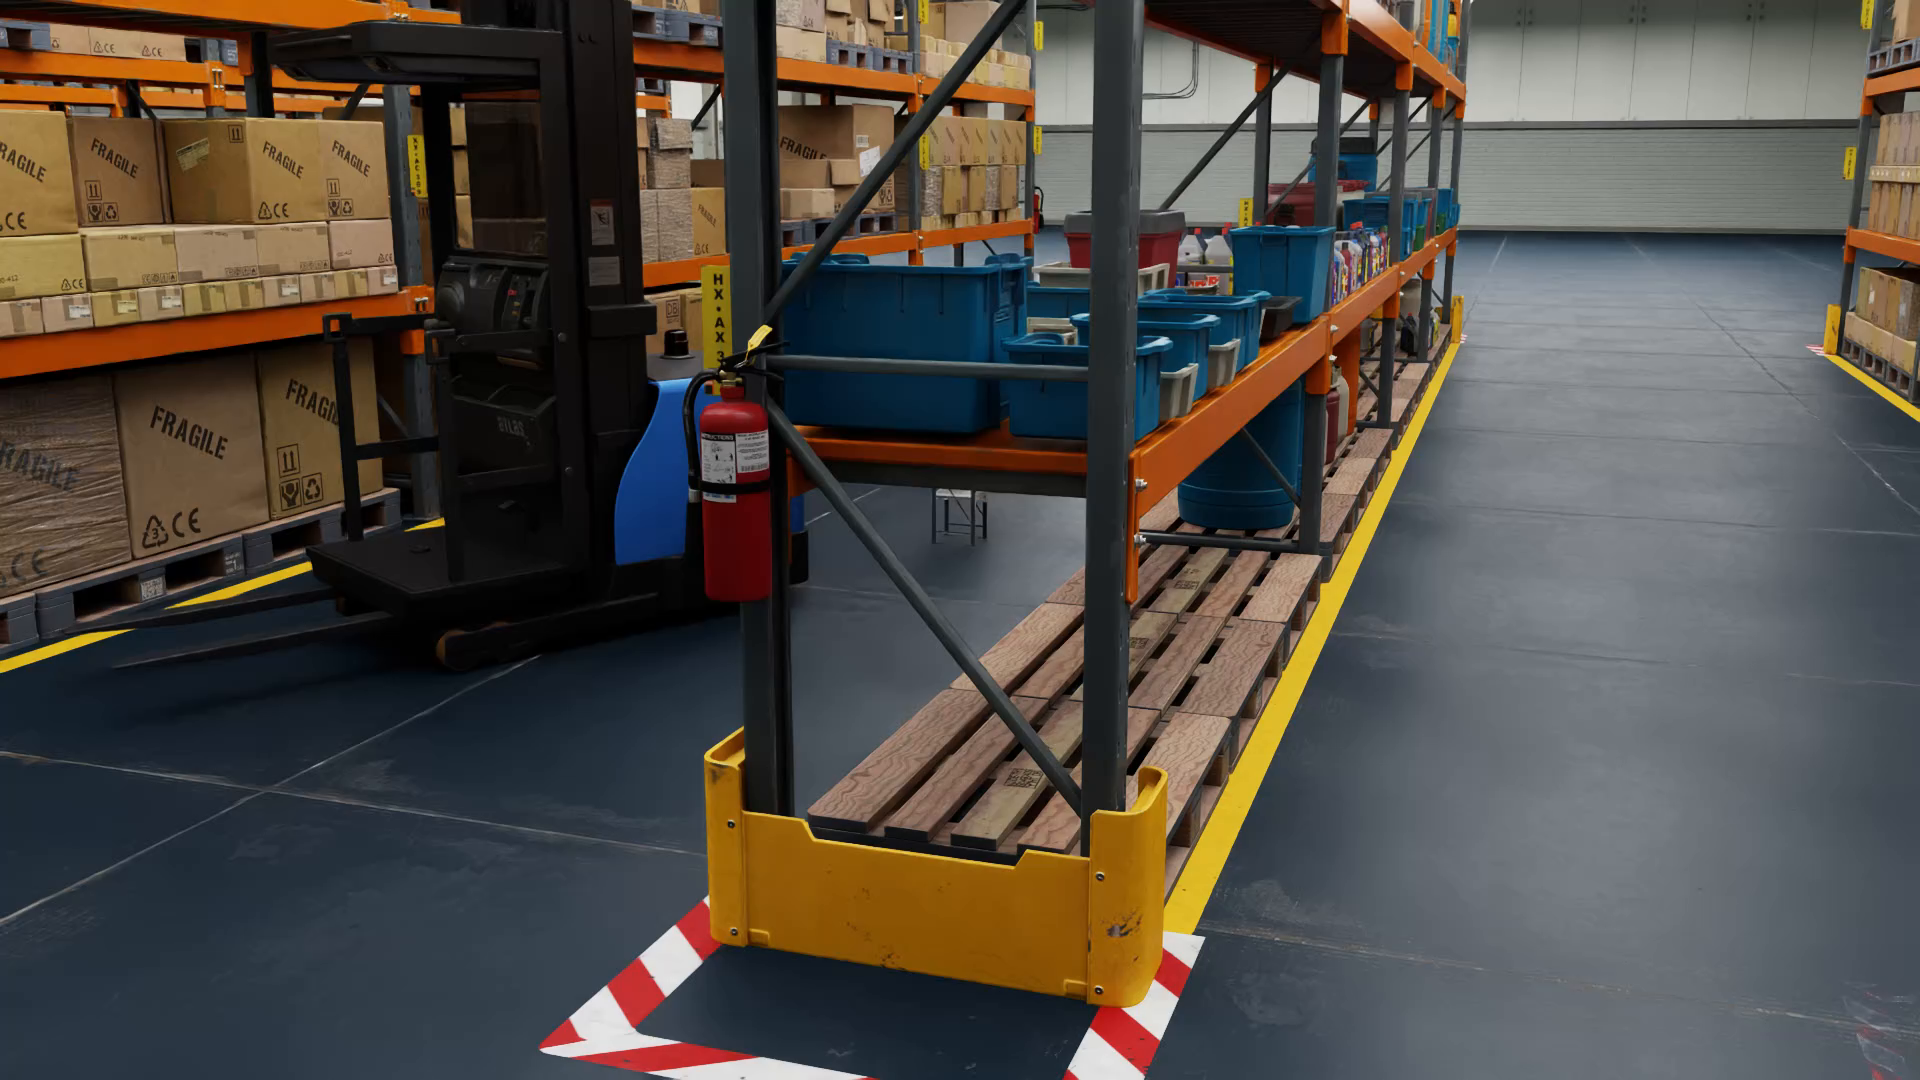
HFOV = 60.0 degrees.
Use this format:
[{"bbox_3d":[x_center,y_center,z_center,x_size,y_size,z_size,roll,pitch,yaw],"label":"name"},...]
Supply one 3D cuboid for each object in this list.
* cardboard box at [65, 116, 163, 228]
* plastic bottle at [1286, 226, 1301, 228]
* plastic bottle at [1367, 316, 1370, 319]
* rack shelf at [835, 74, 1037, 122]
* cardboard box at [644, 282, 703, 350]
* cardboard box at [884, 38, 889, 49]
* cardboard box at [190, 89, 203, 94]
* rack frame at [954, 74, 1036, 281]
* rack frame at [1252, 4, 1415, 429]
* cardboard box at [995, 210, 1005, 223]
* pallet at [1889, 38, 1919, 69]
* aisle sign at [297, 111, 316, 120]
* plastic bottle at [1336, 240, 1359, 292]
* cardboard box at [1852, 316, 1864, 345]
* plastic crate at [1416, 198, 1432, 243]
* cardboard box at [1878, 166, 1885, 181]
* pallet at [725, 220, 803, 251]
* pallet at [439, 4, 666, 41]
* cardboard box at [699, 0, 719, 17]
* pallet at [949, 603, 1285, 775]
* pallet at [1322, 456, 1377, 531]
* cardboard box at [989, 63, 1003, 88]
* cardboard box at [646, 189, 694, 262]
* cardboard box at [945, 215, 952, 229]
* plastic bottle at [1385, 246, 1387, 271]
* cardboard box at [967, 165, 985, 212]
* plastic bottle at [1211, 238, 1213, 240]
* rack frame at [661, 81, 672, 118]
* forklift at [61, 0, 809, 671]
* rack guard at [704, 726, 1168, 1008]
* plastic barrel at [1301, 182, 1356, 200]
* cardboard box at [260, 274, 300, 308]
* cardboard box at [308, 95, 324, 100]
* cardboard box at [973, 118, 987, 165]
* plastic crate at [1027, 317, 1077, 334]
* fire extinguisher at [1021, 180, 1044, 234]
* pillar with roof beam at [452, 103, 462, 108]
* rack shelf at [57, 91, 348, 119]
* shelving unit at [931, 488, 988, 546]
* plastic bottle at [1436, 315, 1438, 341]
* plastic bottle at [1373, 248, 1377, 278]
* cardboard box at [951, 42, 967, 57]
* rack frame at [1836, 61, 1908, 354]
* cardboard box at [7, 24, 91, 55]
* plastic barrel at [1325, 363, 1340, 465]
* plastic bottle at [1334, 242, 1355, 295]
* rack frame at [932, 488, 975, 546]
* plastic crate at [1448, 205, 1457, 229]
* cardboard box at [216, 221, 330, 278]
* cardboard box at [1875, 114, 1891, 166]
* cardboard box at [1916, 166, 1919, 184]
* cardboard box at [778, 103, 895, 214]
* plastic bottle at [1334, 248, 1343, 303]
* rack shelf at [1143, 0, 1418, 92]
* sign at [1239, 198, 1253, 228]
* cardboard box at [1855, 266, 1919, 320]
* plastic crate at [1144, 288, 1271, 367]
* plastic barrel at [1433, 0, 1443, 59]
[{"bbox_3d":[-4.195,-1.750,7.899,0.500,0.500,0.500,4,13,17],"label":"cardboard box"},{"bbox_3d":[2.211,-1.955,11.090,0.152,0.276,0.135,4,14,18],"label":"plastic bottle"},{"bbox_3d":[4.067,-2.118,16.640,0.061,0.283,0.133,4,14,18],"label":"plastic bottle"},{"bbox_3d":[-0.232,-4.826,18.265,1.077,0.370,4.000,4,14,18],"label":"rack shelf"},{"bbox_3d":[-2.416,-1.476,12.543,1.225,0.875,0.875,4,13,16],"label":"cardboard box"},{"bbox_3d":[-0.874,-5.015,16.921,0.380,0.149,0.250,5,14,19],"label":"cardboard box"},{"bbox_3d":[-9.594,-5.611,20.653,0.380,0.149,0.250,4,13,17],"label":"cardboard box"},{"bbox_3d":[0.415,-4.135,20.364,1.000,3.000,0.127,4,14,18],"label":"rack frame"},{"bbox_3d":[2.513,-2.094,11.421,1.000,3.000,0.127,4,14,18],"label":"rack frame"},{"bbox_3d":[0.309,-3.777,19.360,0.380,0.149,0.250,4,14,18],"label":"cardboard box"},{"bbox_3d":[9.141,-4.435,15.138,1.003,0.211,1.213,4,14,18],"label":"pallet"},{"bbox_3d":[-9.235,-6.151,23.355,0.394,0.787,0.004,4,14,18],"label":"aisle sign"},{"bbox_3d":[2.104,-1.505,9.120,0.152,0.276,0.135,4,14,18],"label":"plastic bottle"},{"bbox_3d":[9.245,-2.083,16.607,0.500,0.250,0.500,4,14,18],"label":"cardboard box"},{"bbox_3d":[3.745,-2.674,13.997,0.392,0.384,0.575,4,14,18],"label":"plastic crate"},{"bbox_3d":[9.292,-3.611,16.384,0.380,0.149,0.250,4,14,19],"label":"cardboard box"},{"bbox_3d":[-2.043,-2.515,13.696,1.213,0.211,1.003,4,14,18],"label":"pallet"},{"bbox_3d":[-2.690,-3.446,11.028,1.003,0.211,1.213,5,14,21],"label":"pallet"},{"bbox_3d":[-1.778,-4.286,12.936,0.500,0.500,0.500,4,14,19],"label":"cardboard box"},{"bbox_3d":[0.625,0.523,6.222,1.003,0.211,1.213,4,14,18],"label":"pallet"},{"bbox_3d":[1.901,-0.309,9.869,1.003,0.211,1.213,4,14,18],"label":"pallet"},{"bbox_3d":[0.167,-5.192,18.590,0.500,0.250,0.500,5,14,20],"label":"cardboard box"},{"bbox_3d":[-2.265,-2.273,11.981,0.500,0.500,0.500,4,14,18],"label":"cardboard box"},{"bbox_3d":[-0.305,-3.354,17.504,0.380,0.149,0.250,4,14,18],"label":"cardboard box"},{"bbox_3d":[2.731,-1.858,10.835,0.097,0.201,0.097,0,13,0],"label":"plastic bottle"},{"bbox_3d":[-0.212,-3.894,18.416,0.875,0.500,0.500,4,14,18],"label":"cardboard box"},{"bbox_3d":[1.441,-1.558,9.351,0.152,0.276,0.135,4,14,18],"label":"plastic bottle"},{"bbox_3d":[-4.245,-4.513,22.021,1.000,3.000,0.127,4,14,18],"label":"rack frame"},{"bbox_3d":[-2.145,-1.033,6.927,3.031,2.935,1.130,-11,17,-41],"label":"forklift"},{"bbox_3d":[-0.071,0.815,4.293,1.175,0.500,0.348,4,14,18],"label":"rack guard"},{"bbox_3d":[2.913,-2.571,13.207,0.433,0.535,0.433,0,13,0],"label":"plastic barrel"},{"bbox_3d":[-3.506,-1.236,8.226,0.380,0.149,0.250,5,14,19],"label":"cardboard box"},{"bbox_3d":[-8.862,-6.038,22.527,0.380,0.149,0.250,4,14,19],"label":"cardboard box"},{"bbox_3d":[-0.019,-4.367,18.241,0.500,0.500,0.500,4,14,18],"label":"cardboard box"},{"bbox_3d":[0.270,-0.679,5.680,0.298,0.136,0.250,4,14,18],"label":"plastic crate"},{"bbox_3d":[0.888,-4.088,20.332,0.296,0.674,0.183,4,14,18],"label":"fire extinguisher"},{"bbox_3d":[-6.782,-10.265,33.738,9.100,9.000,0.400,4,14,18],"label":"pillar with roof beam"},{"bbox_3d":[-9.609,-5.539,21.391,1.077,0.370,4.000,4,14,18],"label":"rack shelf"},{"bbox_3d":[-0.003,-0.437,8.880,0.258,0.900,0.210,4,14,18],"label":"shelving unit"},{"bbox_3d":[4.770,-2.166,16.871,0.152,0.276,0.135,4,13,17],"label":"plastic bottle"},{"bbox_3d":[2.499,-1.707,10.173,0.097,0.201,0.097,0,13,0],"label":"plastic bottle"},{"bbox_3d":[-0.145,-5.144,17.483,0.380,0.149,0.250,4,13,17],"label":"cardboard box"},{"bbox_3d":[9.787,-3.421,17.235,1.000,3.000,0.127,4,14,18],"label":"rack frame"},{"bbox_3d":[-7.093,-3.990,12.764,0.500,0.500,0.500,4,14,18],"label":"cardboard box"},{"bbox_3d":[2.006,-0.781,10.144,0.600,0.588,0.708,4,14,18],"label":"plastic barrel"},{"bbox_3d":[2.029,-1.456,8.906,0.152,0.276,0.135,4,14,18],"label":"plastic bottle"},{"bbox_3d":[-0.036,-0.416,8.787,0.240,0.900,0.006,4,14,18],"label":"rack frame"},{"bbox_3d":[5.007,-3.443,17.664,0.499,0.251,0.408,4,14,18],"label":"plastic crate"},{"bbox_3d":[-3.527,-1.459,8.309,0.500,0.250,0.500,5,14,20],"label":"cardboard box"},{"bbox_3d":[9.607,-3.994,16.604,0.700,0.500,0.500,4,14,19],"label":"cardboard box"},{"bbox_3d":[8.709,-3.231,14.718,0.380,0.149,0.250,4,14,18],"label":"cardboard box"},{"bbox_3d":[-1.269,-3.633,15.871,1.000,1.000,1.000,4,14,19],"label":"cardboard box"},{"bbox_3d":[1.848,-1.338,8.389,0.152,0.276,0.135,4,14,18],"label":"plastic bottle"},{"bbox_3d":[1.866,-2.785,9.323,1.077,0.370,4.000,4,14,18],"label":"rack shelf"},{"bbox_3d":[1.990,-2.212,11.570,0.100,0.325,0.005,4,14,18],"label":"sign"},{"bbox_3d":[9.243,-2.448,16.525,0.500,0.500,0.500,4,14,18],"label":"cardboard box"},{"bbox_3d":[0.839,-0.726,5.669,0.416,0.233,0.300,4,14,18],"label":"plastic crate"},{"bbox_3d":[3.637,-4.383,13.581,0.600,0.901,0.600,0,13,0],"label":"plastic barrel"}]
